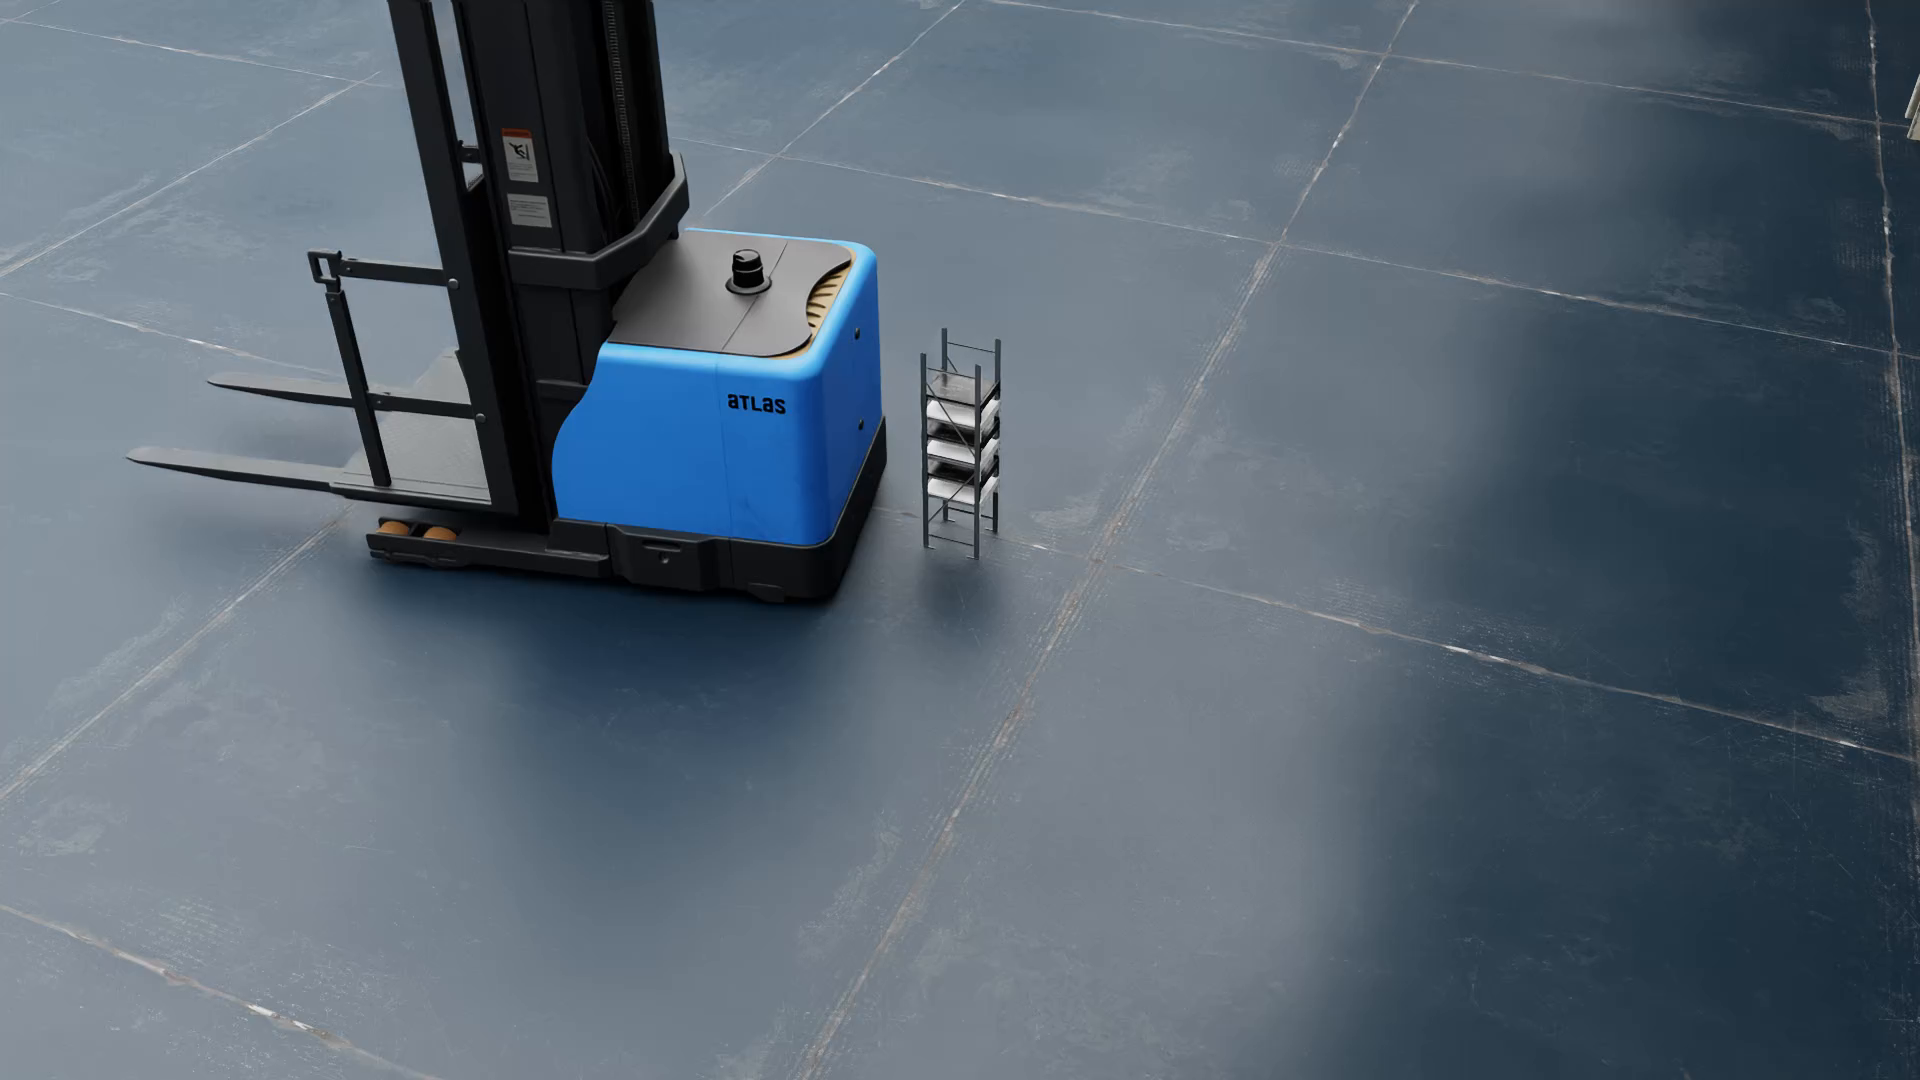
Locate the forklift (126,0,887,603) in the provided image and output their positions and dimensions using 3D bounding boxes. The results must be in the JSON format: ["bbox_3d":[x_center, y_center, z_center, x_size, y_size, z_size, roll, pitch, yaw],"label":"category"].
[{"bbox_3d":[-1.880,-1.362,6.124,3.031,2.935,1.130,7,37,9],"label":"forklift"}]

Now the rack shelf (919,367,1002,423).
[{"bbox_3d":[0.003,-0.554,6.345,0.258,0.077,0.200,14,39,18],"label":"rack shelf"}]

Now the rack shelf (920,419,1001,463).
[{"bbox_3d":[0.003,-0.410,6.453,0.258,0.077,0.200,14,39,18],"label":"rack shelf"}]

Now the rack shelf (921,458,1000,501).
[{"bbox_3d":[0.003,-0.266,6.560,0.258,0.077,0.200,14,39,18],"label":"rack shelf"}]

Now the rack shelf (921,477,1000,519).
[{"bbox_3d":[0.003,-0.194,6.614,0.258,0.077,0.200,14,39,18],"label":"rack shelf"}]

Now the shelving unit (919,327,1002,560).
[{"bbox_3d":[0.003,-0.365,6.487,0.258,0.900,0.210,14,39,18],"label":"shelving unit"}]

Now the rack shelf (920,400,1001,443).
[{"bbox_3d":[0.003,-0.482,6.399,0.258,0.077,0.200,14,39,18],"label":"rack shelf"}]

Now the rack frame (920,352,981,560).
[{"bbox_3d":[-0.036,-0.309,6.411,0.240,0.900,0.006,14,39,18],"label":"rack frame"}]

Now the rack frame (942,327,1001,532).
[{"bbox_3d":[0.042,-0.421,6.562,0.240,0.900,0.006,14,39,18],"label":"rack frame"}]

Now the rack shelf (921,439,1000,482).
[{"bbox_3d":[0.003,-0.338,6.507,0.258,0.077,0.200,14,39,18],"label":"rack shelf"}]
